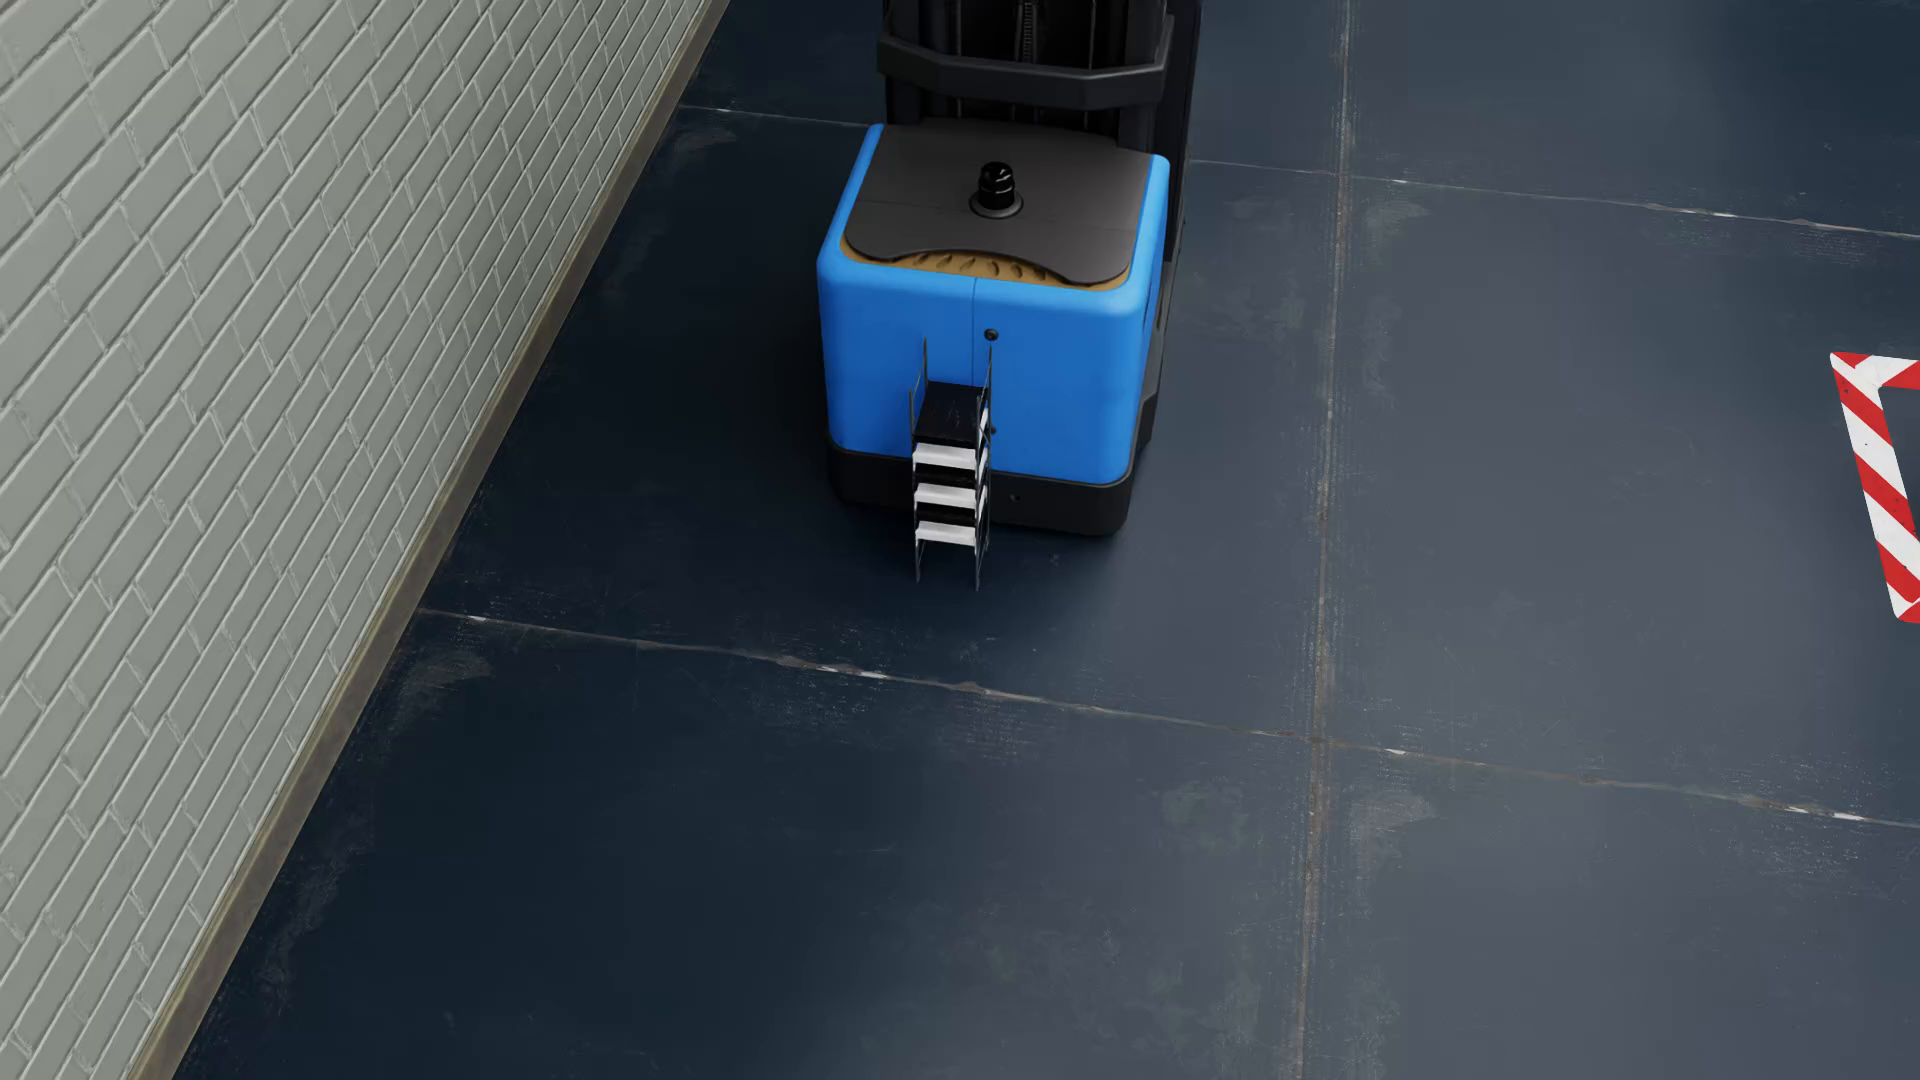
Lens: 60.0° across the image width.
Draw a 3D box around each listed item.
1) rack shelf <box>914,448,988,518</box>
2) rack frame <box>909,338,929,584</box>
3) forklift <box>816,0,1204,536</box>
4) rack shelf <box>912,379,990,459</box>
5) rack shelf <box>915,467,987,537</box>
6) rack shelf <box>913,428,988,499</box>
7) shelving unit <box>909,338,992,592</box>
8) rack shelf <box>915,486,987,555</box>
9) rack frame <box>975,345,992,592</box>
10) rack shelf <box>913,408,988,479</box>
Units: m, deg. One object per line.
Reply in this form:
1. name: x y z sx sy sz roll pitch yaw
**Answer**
1. rack shelf: -0.025 -0.200 5.366 0.200 0.077 0.258 8 50 7
2. rack frame: -0.125 -0.235 5.353 0.006 0.900 0.240 8 50 7
3. forklift: 0.323 -2.112 5.678 1.130 2.935 3.031 8 49 7
4. rack shelf: -0.026 -0.377 5.162 0.200 0.077 0.258 8 50 7
5. rack shelf: -0.025 -0.141 5.434 0.200 0.077 0.258 8 50 7
6. rack shelf: -0.025 -0.259 5.298 0.200 0.077 0.258 8 50 7
7. shelving unit: -0.025 -0.222 5.341 0.210 0.900 0.258 8 50 7
8. rack shelf: -0.024 -0.082 5.502 0.200 0.077 0.258 8 50 7
9. rack frame: 0.075 -0.208 5.329 0.006 0.900 0.240 8 50 7
10. rack shelf: -0.025 -0.318 5.230 0.200 0.077 0.258 8 50 7
